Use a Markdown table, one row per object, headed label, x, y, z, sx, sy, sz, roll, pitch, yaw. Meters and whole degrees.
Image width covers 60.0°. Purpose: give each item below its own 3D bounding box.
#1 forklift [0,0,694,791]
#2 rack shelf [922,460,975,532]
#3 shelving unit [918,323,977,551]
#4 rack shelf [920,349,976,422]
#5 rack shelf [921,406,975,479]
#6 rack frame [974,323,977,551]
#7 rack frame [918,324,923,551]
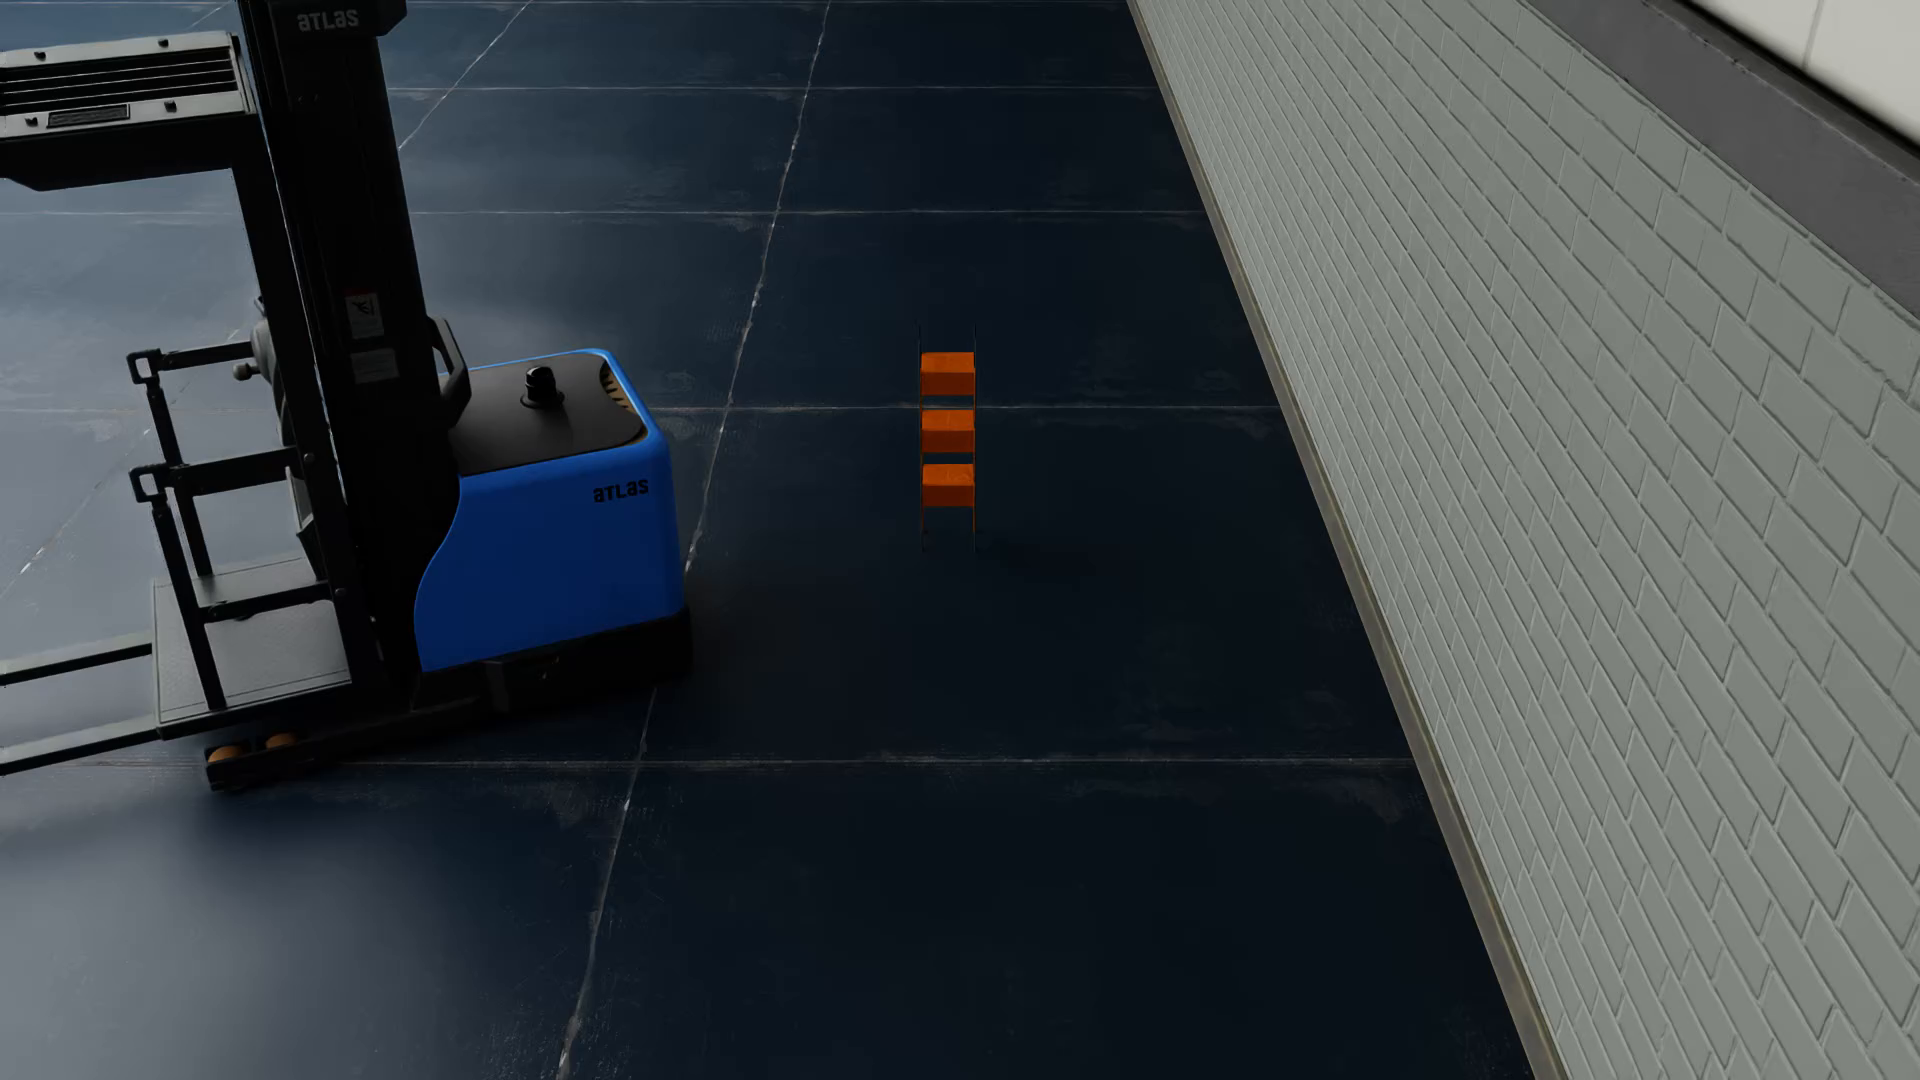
| label | x | y | z | sx | sy | sz | roll | pitch | yaw |
| --- | --- | --- | --- | --- | --- | --- | --- | --- | --- |
| forklift | -2.660 | -0.630 | 5.962 | 3.031 | 2.935 | 1.130 | -13 | 34 | -20 |
| rack shelf | -0.054 | -0.202 | 7.627 | 0.240 | 0.259 | 0.215 | 0 | 31 | 0 |
| shelving unit | -0.054 | -0.449 | 7.477 | 0.252 | 1.050 | 0.215 | 0 | 31 | 0 |
| rack shelf | -0.054 | -0.682 | 7.336 | 0.240 | 0.259 | 0.215 | 0 | 31 | 0 |
| rack shelf | -0.054 | -0.440 | 7.483 | 0.240 | 0.259 | 0.215 | 0 | 31 | 0 |
| rack frame | 0.068 | -0.449 | 7.478 | 0.008 | 1.050 | 0.200 | 0 | 31 | 0 |
| rack frame | -0.176 | -0.448 | 7.477 | 0.008 | 1.050 | 0.200 | 0 | 31 | 0 |
